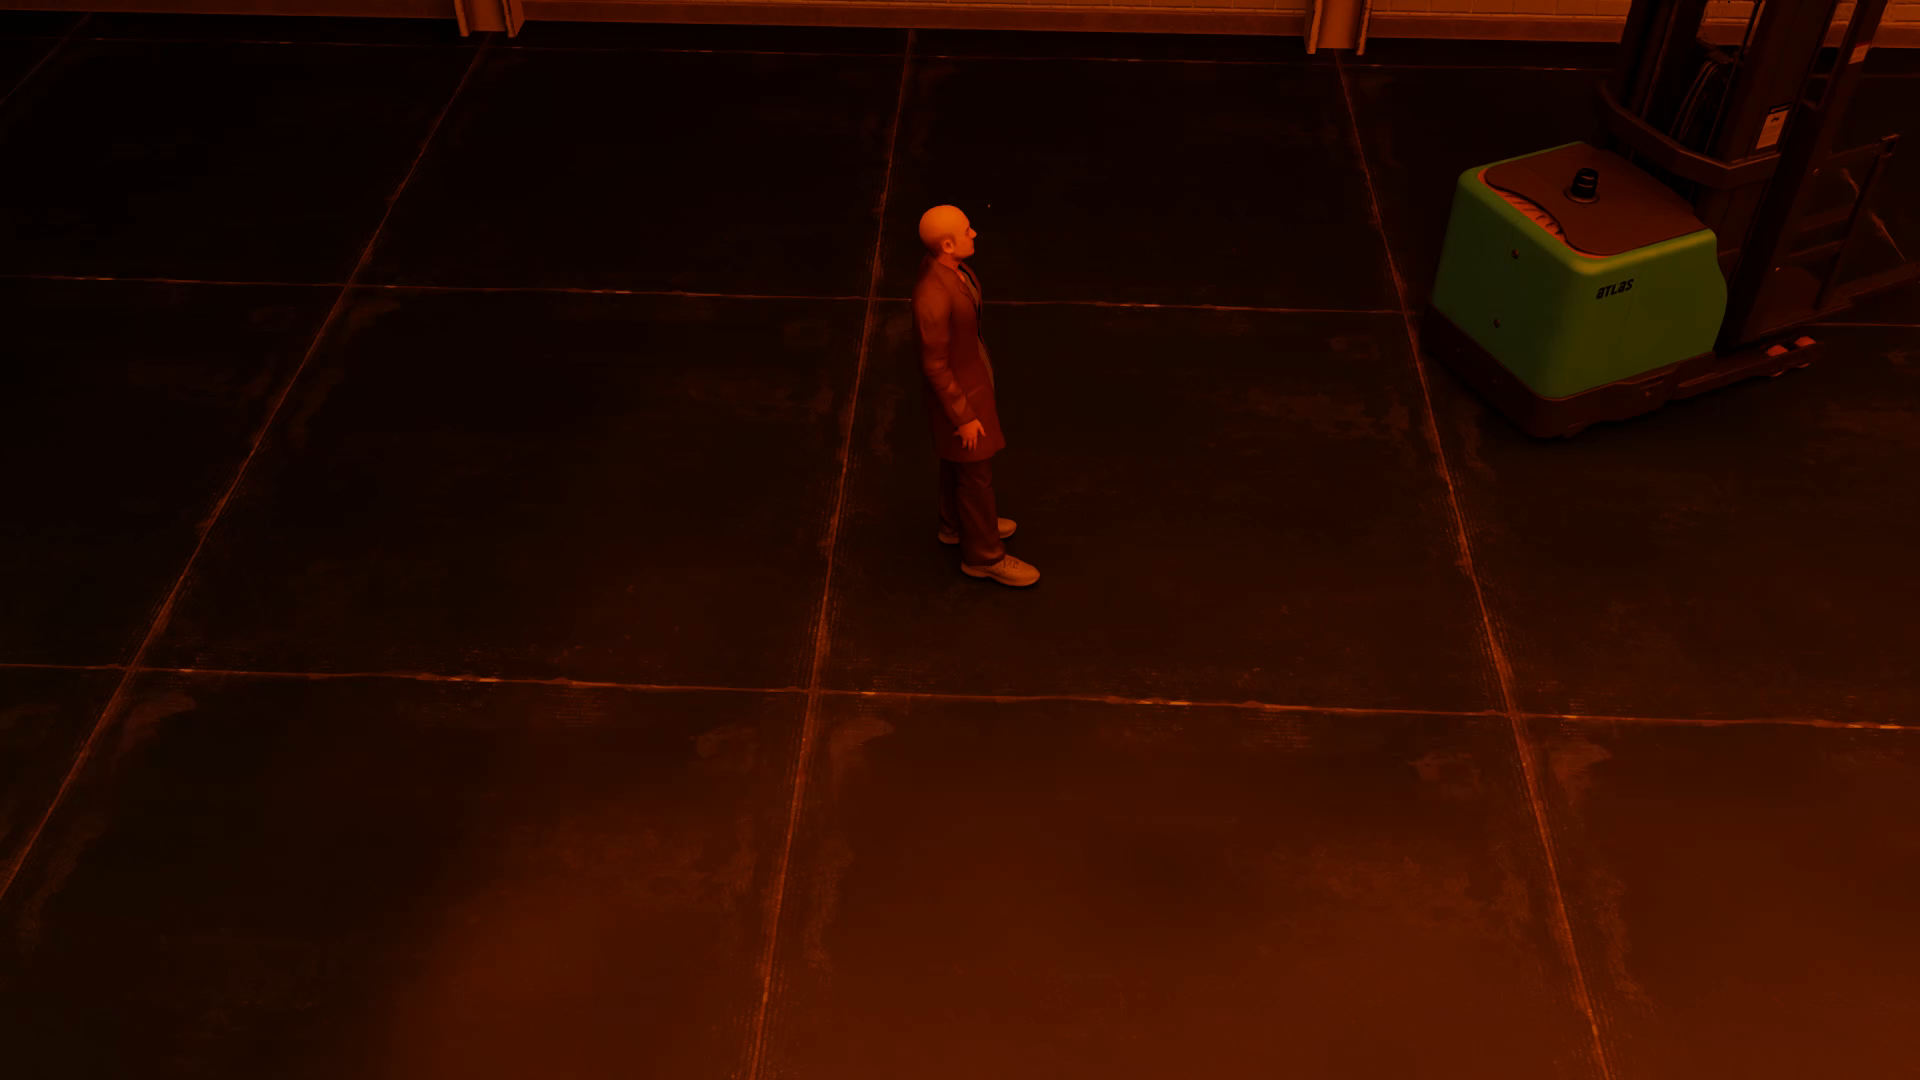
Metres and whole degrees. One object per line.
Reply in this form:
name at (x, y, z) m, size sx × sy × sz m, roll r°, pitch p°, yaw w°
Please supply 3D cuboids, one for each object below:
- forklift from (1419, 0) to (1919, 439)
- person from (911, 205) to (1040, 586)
forklift at (4.053, -2.260, 8.218) m, size 3.031 × 2.935 × 1.130 m, roll -17°, pitch 45°, yaw -18°
person at (0.092, -0.657, 7.306) m, size 0.579 × 1.778 × 0.698 m, roll 2°, pitch 42°, yaw 2°
